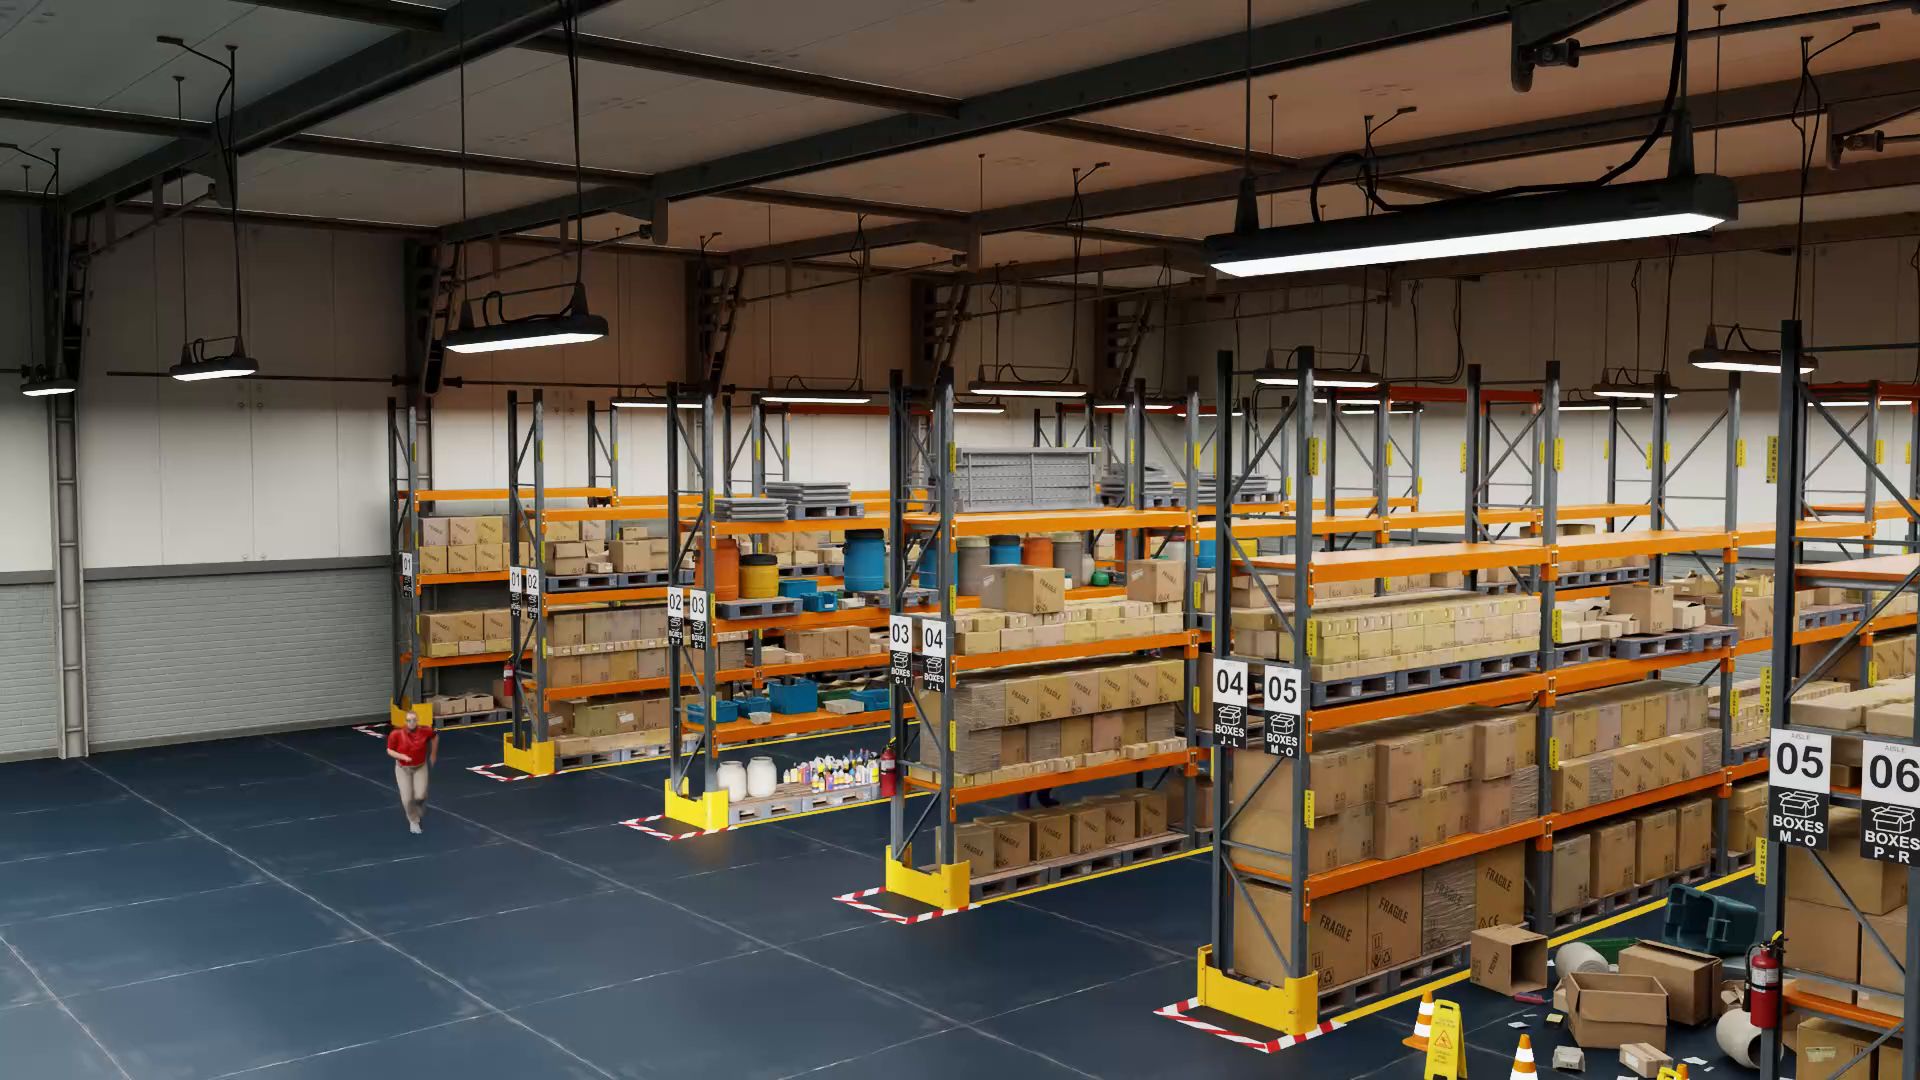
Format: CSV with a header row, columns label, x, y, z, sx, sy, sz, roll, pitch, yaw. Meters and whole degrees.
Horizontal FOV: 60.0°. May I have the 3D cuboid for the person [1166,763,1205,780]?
label,x,y,z,sx,sy,sz,roll,pitch,yaw
person,3.252,2.935,24.214,0.597,1.667,0.617,-2,4,-33

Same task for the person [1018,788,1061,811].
label,x,y,z,sx,sy,sz,roll,pitch,yaw
person,1.038,3.066,21.877,0.926,1.664,0.606,-3,5,-44

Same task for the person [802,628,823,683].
label,x,y,z,sx,sy,sz,roll,pitch,yaw
person,-2.785,2.498,31.907,0.527,1.626,0.838,3,4,39

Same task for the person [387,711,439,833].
label,x,y,z,sx,sy,sz,roll,pitch,yaw
person,-7.227,3.069,21.990,0.653,1.650,0.739,-1,4,-18
